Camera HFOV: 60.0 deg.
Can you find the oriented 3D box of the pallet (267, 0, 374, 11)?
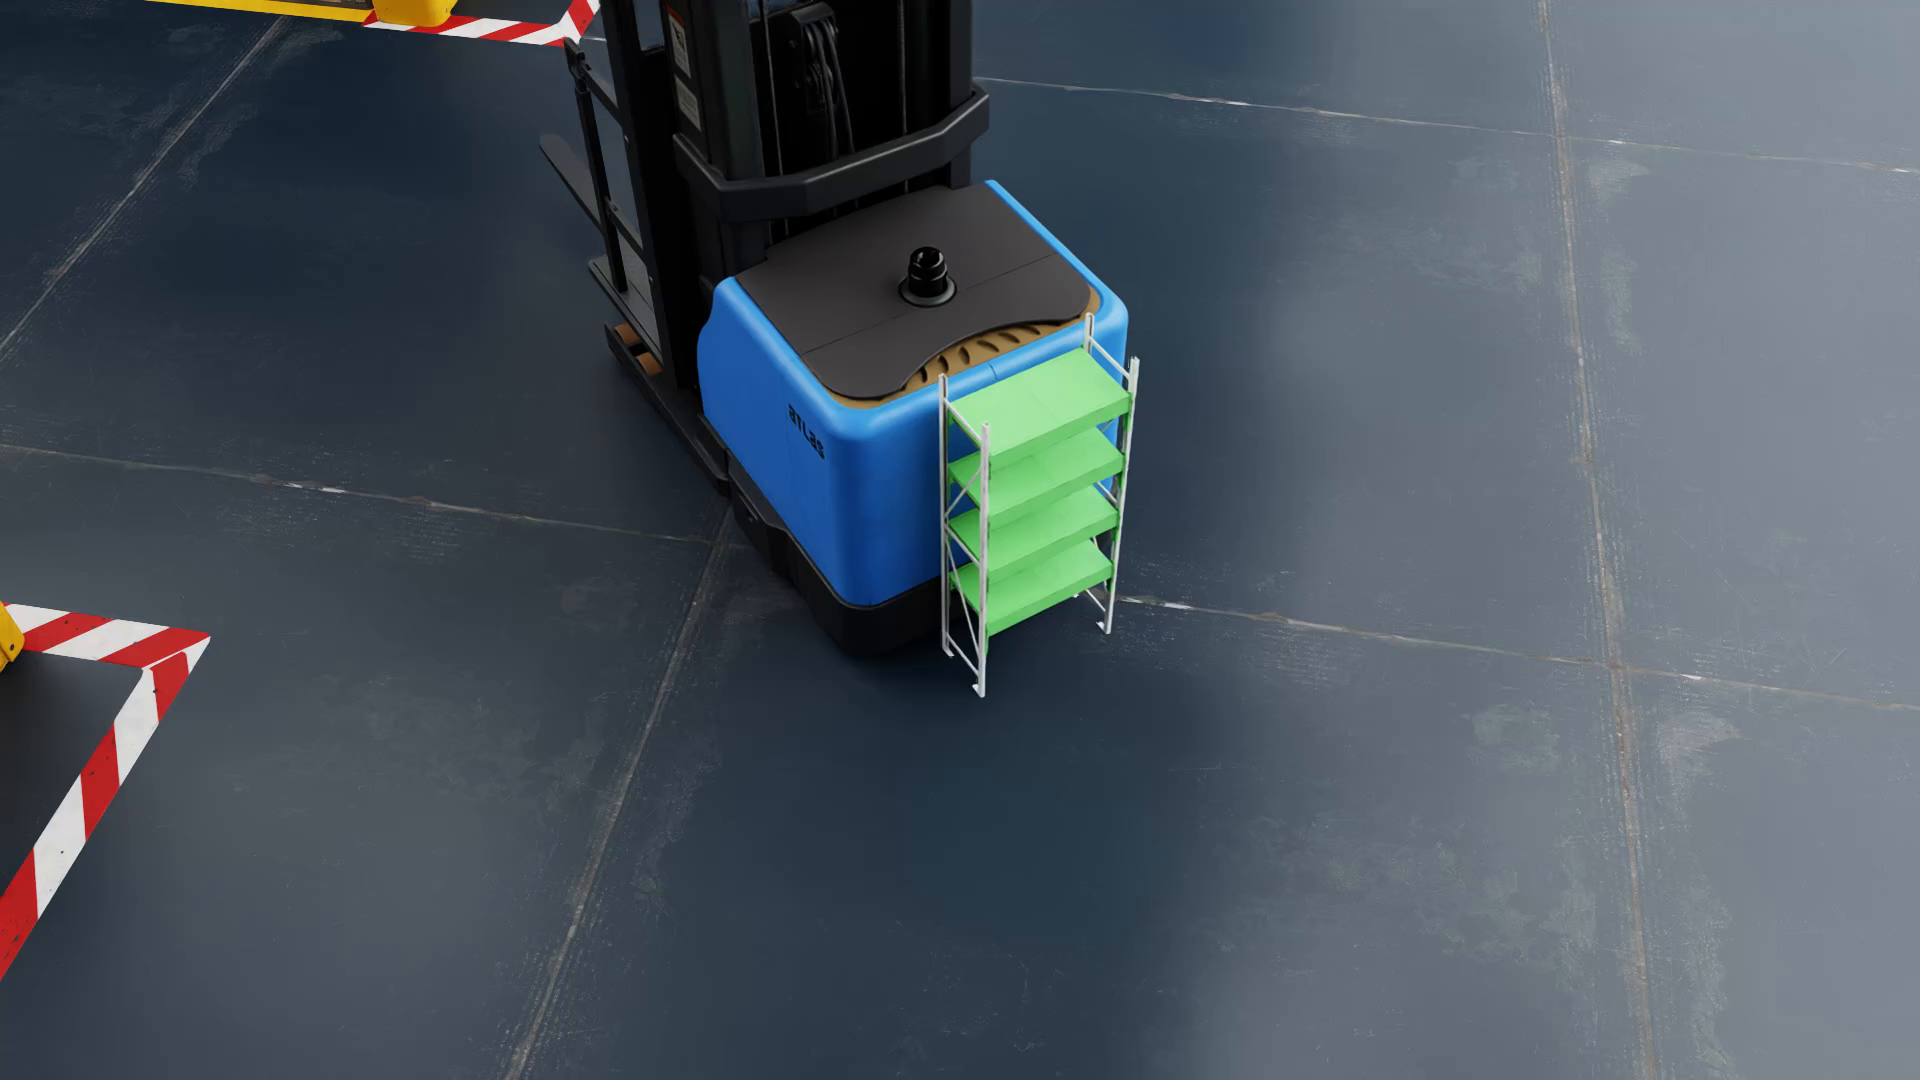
[{"bbox_3d":[-3.347,-3.076,8.372,1.213,0.211,1.003,8,49,7],"label":"pallet"}]

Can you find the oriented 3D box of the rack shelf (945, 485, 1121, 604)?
[{"bbox_3d":[0.218,-0.029,5.055,0.480,0.148,0.258,-25,53,-21],"label":"rack shelf"}]

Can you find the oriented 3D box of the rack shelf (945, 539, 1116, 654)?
[{"bbox_3d":[0.218,0.132,5.234,0.480,0.148,0.258,-25,53,-21],"label":"rack shelf"}]

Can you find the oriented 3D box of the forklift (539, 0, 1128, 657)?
[{"bbox_3d":[-0.683,-1.689,5.298,1.130,2.935,3.031,-25,53,-21],"label":"forklift"}]

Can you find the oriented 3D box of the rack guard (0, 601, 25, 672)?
[{"bbox_3d":[-3.326,0.543,4.926,0.348,0.500,1.175,8,49,7],"label":"rack guard"}]

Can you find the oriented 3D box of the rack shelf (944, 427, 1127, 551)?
[{"bbox_3d":[0.218,-0.189,4.877,0.480,0.148,0.258,-25,53,-21],"label":"rack shelf"}]

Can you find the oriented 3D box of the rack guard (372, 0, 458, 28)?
[{"bbox_3d":[-2.549,-3.061,8.164,0.348,0.500,1.175,8,49,7],"label":"rack guard"}]

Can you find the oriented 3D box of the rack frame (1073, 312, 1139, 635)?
[{"bbox_3d":[0.426,-0.167,5.093,0.015,1.200,0.240,-25,53,-21],"label":"rack frame"}]

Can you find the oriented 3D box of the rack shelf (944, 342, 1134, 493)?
[{"bbox_3d":[0.218,-0.349,4.698,0.480,0.148,0.258,-25,53,-21],"label":"rack shelf"}]

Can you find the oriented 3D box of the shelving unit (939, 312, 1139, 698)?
[{"bbox_3d":[0.218,-0.071,5.007,0.503,1.200,0.258,-25,53,-21],"label":"shelving unit"}]

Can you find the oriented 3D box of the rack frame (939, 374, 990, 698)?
[{"bbox_3d":[0.011,0.024,4.922,0.015,1.200,0.240,-25,53,-21],"label":"rack frame"}]
